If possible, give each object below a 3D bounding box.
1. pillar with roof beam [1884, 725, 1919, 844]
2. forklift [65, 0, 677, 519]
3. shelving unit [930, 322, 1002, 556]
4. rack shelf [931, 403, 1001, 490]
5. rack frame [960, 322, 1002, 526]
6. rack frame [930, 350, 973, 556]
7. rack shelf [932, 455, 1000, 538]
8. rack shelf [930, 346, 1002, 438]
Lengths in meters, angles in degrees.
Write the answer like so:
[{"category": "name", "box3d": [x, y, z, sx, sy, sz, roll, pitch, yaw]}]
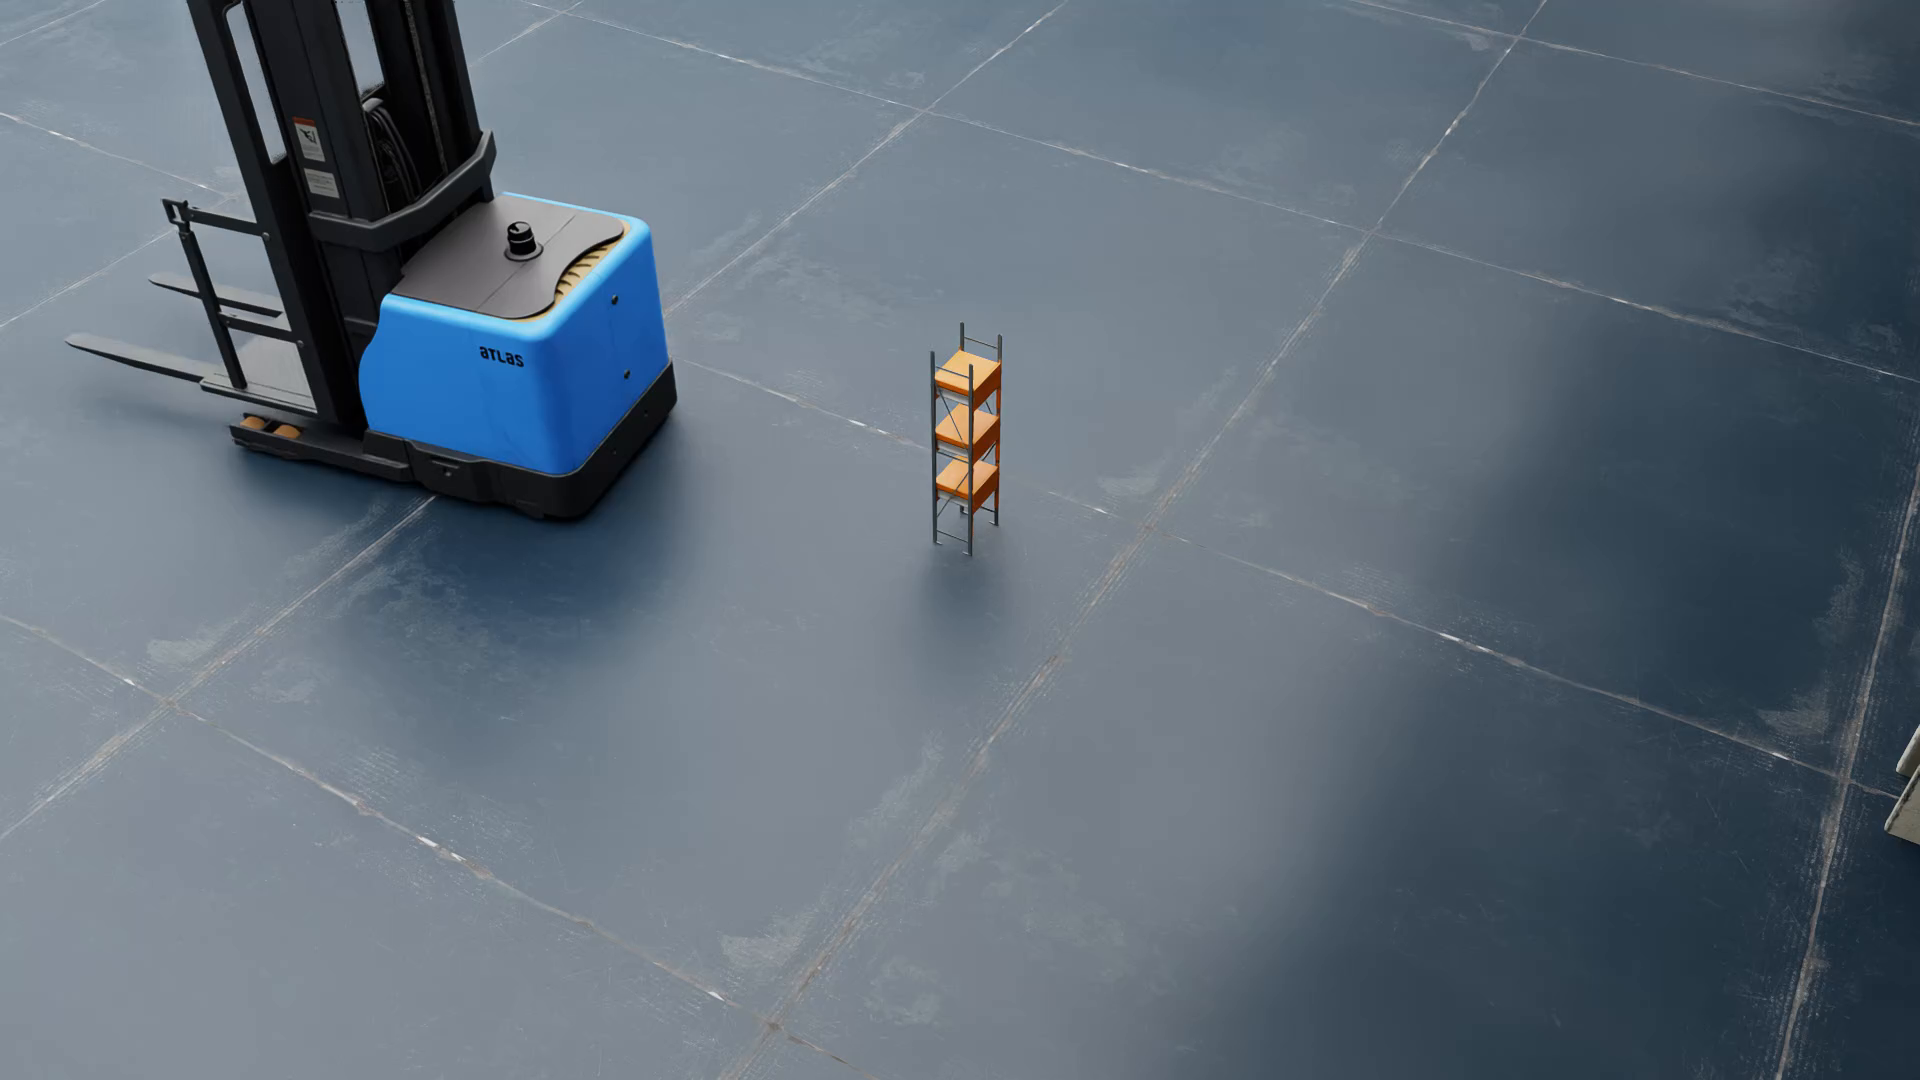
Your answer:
[{"category": "pillar with roof beam", "box3d": [0.013, -3.758, 5.024, 9.100, 9.000, 0.400, 21, 45, 22]}, {"category": "forklift", "box3d": [-2.974, -1.798, 7.389, 3.031, 2.935, 1.130, 14, 43, 15]}, {"category": "shelving unit", "box3d": [0.027, -0.425, 7.253, 0.215, 1.050, 0.252, 21, 45, 22]}, {"category": "rack shelf", "box3d": [0.027, -0.417, 7.260, 0.215, 0.259, 0.240, 21, 45, 22]}, {"category": "rack frame", "box3d": [0.088, -0.494, 7.333, 0.200, 1.050, 0.008, 21, 45, 22]}, {"category": "rack frame", "box3d": [-0.034, -0.355, 7.174, 0.200, 1.050, 0.008, 21, 45, 22]}, {"category": "rack shelf", "box3d": [0.027, -0.208, 7.444, 0.215, 0.259, 0.240, 21, 45, 22]}, {"category": "rack shelf", "box3d": [0.027, -0.630, 7.073, 0.215, 0.259, 0.240, 21, 45, 22]}]
